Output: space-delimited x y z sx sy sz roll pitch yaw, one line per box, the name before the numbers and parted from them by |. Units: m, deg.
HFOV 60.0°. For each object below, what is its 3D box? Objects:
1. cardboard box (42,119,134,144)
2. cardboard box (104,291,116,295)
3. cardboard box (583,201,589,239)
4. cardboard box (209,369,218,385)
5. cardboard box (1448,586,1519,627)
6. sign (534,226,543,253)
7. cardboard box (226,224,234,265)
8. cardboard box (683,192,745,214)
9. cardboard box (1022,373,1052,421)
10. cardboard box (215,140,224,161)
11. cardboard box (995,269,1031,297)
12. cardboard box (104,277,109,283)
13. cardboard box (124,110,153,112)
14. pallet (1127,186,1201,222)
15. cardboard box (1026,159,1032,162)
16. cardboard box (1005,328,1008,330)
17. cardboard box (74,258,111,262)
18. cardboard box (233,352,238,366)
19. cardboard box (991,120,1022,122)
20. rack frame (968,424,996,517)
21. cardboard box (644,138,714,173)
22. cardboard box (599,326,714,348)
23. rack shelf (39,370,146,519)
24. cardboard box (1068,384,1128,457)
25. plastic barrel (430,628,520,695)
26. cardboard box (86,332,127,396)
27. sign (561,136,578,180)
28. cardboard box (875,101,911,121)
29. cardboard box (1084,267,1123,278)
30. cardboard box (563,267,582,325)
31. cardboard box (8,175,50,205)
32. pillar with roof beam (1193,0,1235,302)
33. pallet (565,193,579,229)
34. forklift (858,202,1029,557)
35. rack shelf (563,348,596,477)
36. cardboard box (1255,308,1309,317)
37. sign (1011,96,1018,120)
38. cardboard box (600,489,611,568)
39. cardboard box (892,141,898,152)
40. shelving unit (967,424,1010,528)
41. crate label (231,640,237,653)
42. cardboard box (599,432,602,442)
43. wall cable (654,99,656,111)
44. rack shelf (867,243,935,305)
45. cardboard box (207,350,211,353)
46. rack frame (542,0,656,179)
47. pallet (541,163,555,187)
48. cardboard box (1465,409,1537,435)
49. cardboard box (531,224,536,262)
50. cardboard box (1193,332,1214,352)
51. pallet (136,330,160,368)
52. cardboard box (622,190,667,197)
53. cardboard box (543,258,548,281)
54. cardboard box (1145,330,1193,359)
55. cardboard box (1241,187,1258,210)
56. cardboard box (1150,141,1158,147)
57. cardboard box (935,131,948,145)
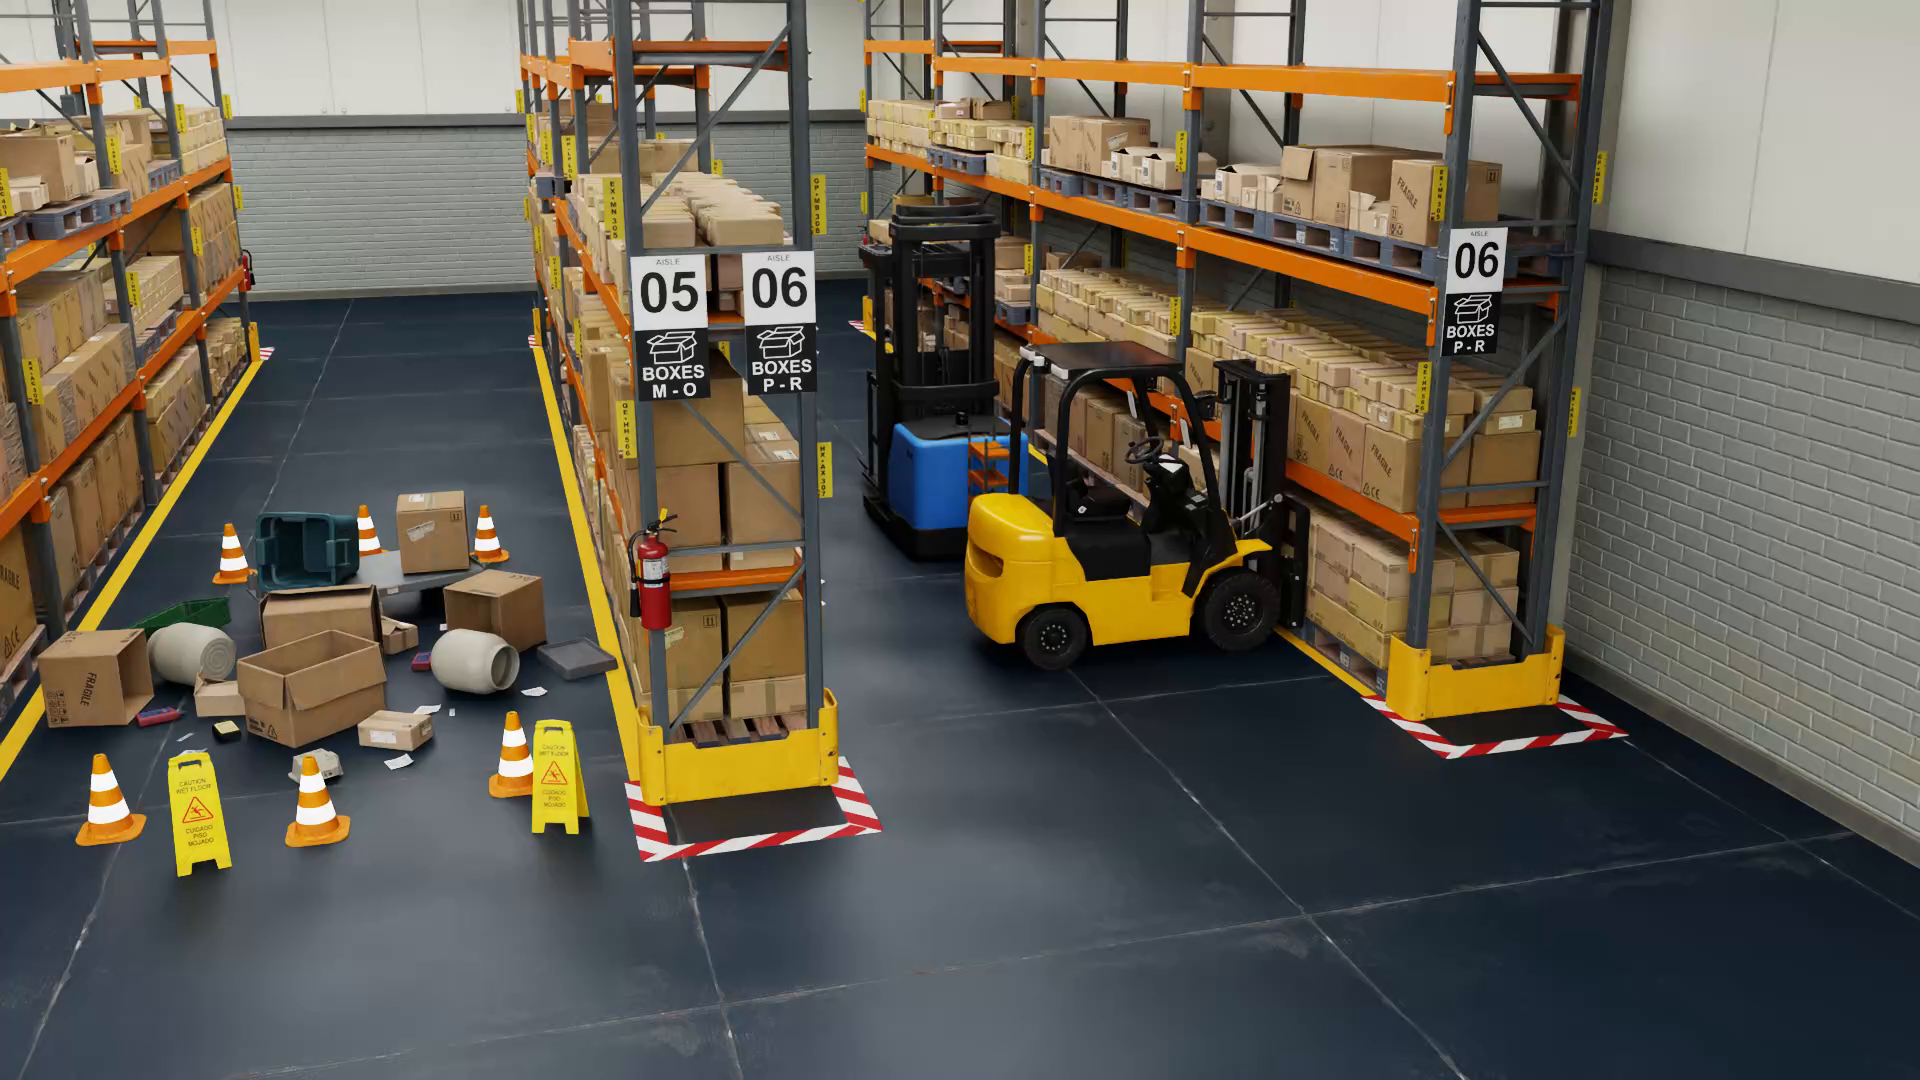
cardboard box | -9.040 -4.094 17.242 0.797 0.503 0.637 -5 17 -16
cardboard box | -8.256 -2.321 16.136 0.380 0.149 0.250 -5 17 -17
cardboard box | -2.399 -2.272 11.833 0.500 0.250 0.500 -5 17 -16
cardboard box | -9.130 -1.948 19.931 0.380 0.149 0.250 -4 17 -13
cardboard box | 3.534 0.392 11.613 0.500 0.250 0.500 -4 17 -14
sign | -5.139 -3.672 20.319 0.100 0.325 0.005 -5 17 -15
cardboard box | -9.930 -3.894 22.011 0.500 0.500 0.500 -5 17 -16
cardboard box | -1.598 -2.180 10.832 0.380 0.149 0.250 -4 17 -14
cardboard box | 0.942 -1.654 18.861 0.500 0.500 0.500 -4 17 -14
cardboard box | -9.910 -5.070 21.662 0.500 0.250 0.500 -5 17 -15
cardboard box | 0.664 -2.946 19.076 0.500 0.250 0.500 -6 18 -18
cardboard box | -9.527 -2.779 18.180 0.380 0.149 0.250 -4 17 -14
cardboard box | -10.444 -5.418 21.260 0.380 0.149 0.250 -4 17 -14
pallet | 2.109 -3.032 14.950 0.805 0.209 1.217 -5 18 -17
cardboard box | 0.936 -4.185 18.024 0.380 0.149 0.250 -4 17 -14
cardboard box | 0.792 -2.685 21.164 0.380 0.149 0.250 -6 18 -18
cardboard box | -9.672 -3.064 18.613 0.380 0.149 0.250 -4 17 -12
cardboard box | -9.723 -2.381 21.891 0.380 0.149 0.250 -6 18 -18
cardboard box | 0.592 -5.080 20.452 0.380 0.149 0.250 -4 17 -14
rack frame | 0.184 -0.391 14.169 0.240 1.200 0.015 -5 17 -15
cardboard box | -2.329 -3.186 13.793 0.500 0.250 0.500 -5 17 -16
cardboard box | -2.033 -1.160 11.170 0.700 0.500 0.500 -5 17 -16
rack shelf | -7.689 -0.840 13.785 1.077 0.370 4.000 -5 17 -15
cardboard box | 1.610 -1.261 17.332 0.875 0.625 0.625 -4 17 -13
plastic barrel | -3.332 0.838 11.426 0.512 0.421 0.421 7 18 23
cardboard box | -7.721 -1.544 14.705 0.500 0.500 0.500 -5 17 -15
sign | -2.940 -2.878 12.523 0.100 0.325 0.005 -5 17 -15
cardboard box | -0.932 -6.225 24.123 0.500 0.250 0.500 -5 17 -16
cardboard box | 1.549 -2.835 17.875 0.380 0.149 0.250 -4 17 -13
cardboard box | -3.606 -2.406 16.326 0.500 0.500 0.500 -5 17 -17
cardboard box | -7.450 -2.787 13.131 0.396 0.266 0.258 -5 17 -15
pillar with roof beam | -1.650 -4.794 15.269 9.100 9.000 0.400 -5 17 -15
pallet | -2.763 -2.863 14.382 1.213 0.211 1.003 -5 17 -15
forklift | -0.291 -1.641 15.320 1.130 2.935 3.031 -5 17 -15
rack shelf | -2.957 -1.259 15.180 1.077 0.370 4.000 -5 17 -15
cardboard box | 2.742 -1.881 14.180 0.380 0.149 0.250 -5 17 -15
sign | 0.698 -5.575 21.499 0.100 0.325 0.005 -5 17 -15
cardboard box | -2.505 -0.109 12.848 0.500 0.500 0.500 -4 17 -13
cardboard box | -0.742 -5.541 23.408 0.380 0.149 0.250 -5 17 -15
shelving unit | 0.251 -0.324 13.944 0.258 1.200 0.503 -5 17 -15
crate label | -5.415 0.798 12.057 0.250 0.136 0.298 11 20 32
cardboard box | -2.394 -0.960 12.243 0.500 0.500 0.500 -5 17 -15
wall cable | -4.127 -9.081 29.475 2.988 3.039 0.133 -5 17 -15
rack shelf | -0.384 -3.866 23.857 1.077 0.370 4.000 -5 17 -15
cardboard box | -9.369 -2.223 20.331 0.380 0.149 0.250 -5 17 -16
rack frame | -3.507 -5.030 16.056 1.000 3.000 0.127 -5 17 -15
pallet | -4.045 -3.986 18.122 1.003 0.211 1.213 -4 17 -13
cardboard box | 3.619 -0.810 11.135 0.380 0.149 0.250 -5 17 -17
cardboard box | -5.850 -4.262 23.754 0.500 0.500 0.500 -5 17 -16
cardboard box | 2.199 -1.694 14.075 0.380 0.149 0.250 -5 17 -16
pallet | -8.537 -1.834 16.179 1.213 0.211 1.003 -5 17 -15
cardboard box | -2.128 -2.212 10.939 0.380 0.149 0.250 -4 17 -14
cardboard box | -4.756 -3.287 20.072 0.500 0.250 0.500 -5 17 -17
cardboard box | 1.983 -1.727 14.880 0.500 0.250 0.500 -5 17 -16
cardboard box | 2.406 -2.649 12.874 0.380 0.149 0.250 -4 17 -14
cardboard box | 1.710 -3.984 17.144 0.500 0.250 0.500 -5 17 -15
cardboard box | -0.097 -5.034 20.815 0.380 0.149 0.250 -5 17 -15
